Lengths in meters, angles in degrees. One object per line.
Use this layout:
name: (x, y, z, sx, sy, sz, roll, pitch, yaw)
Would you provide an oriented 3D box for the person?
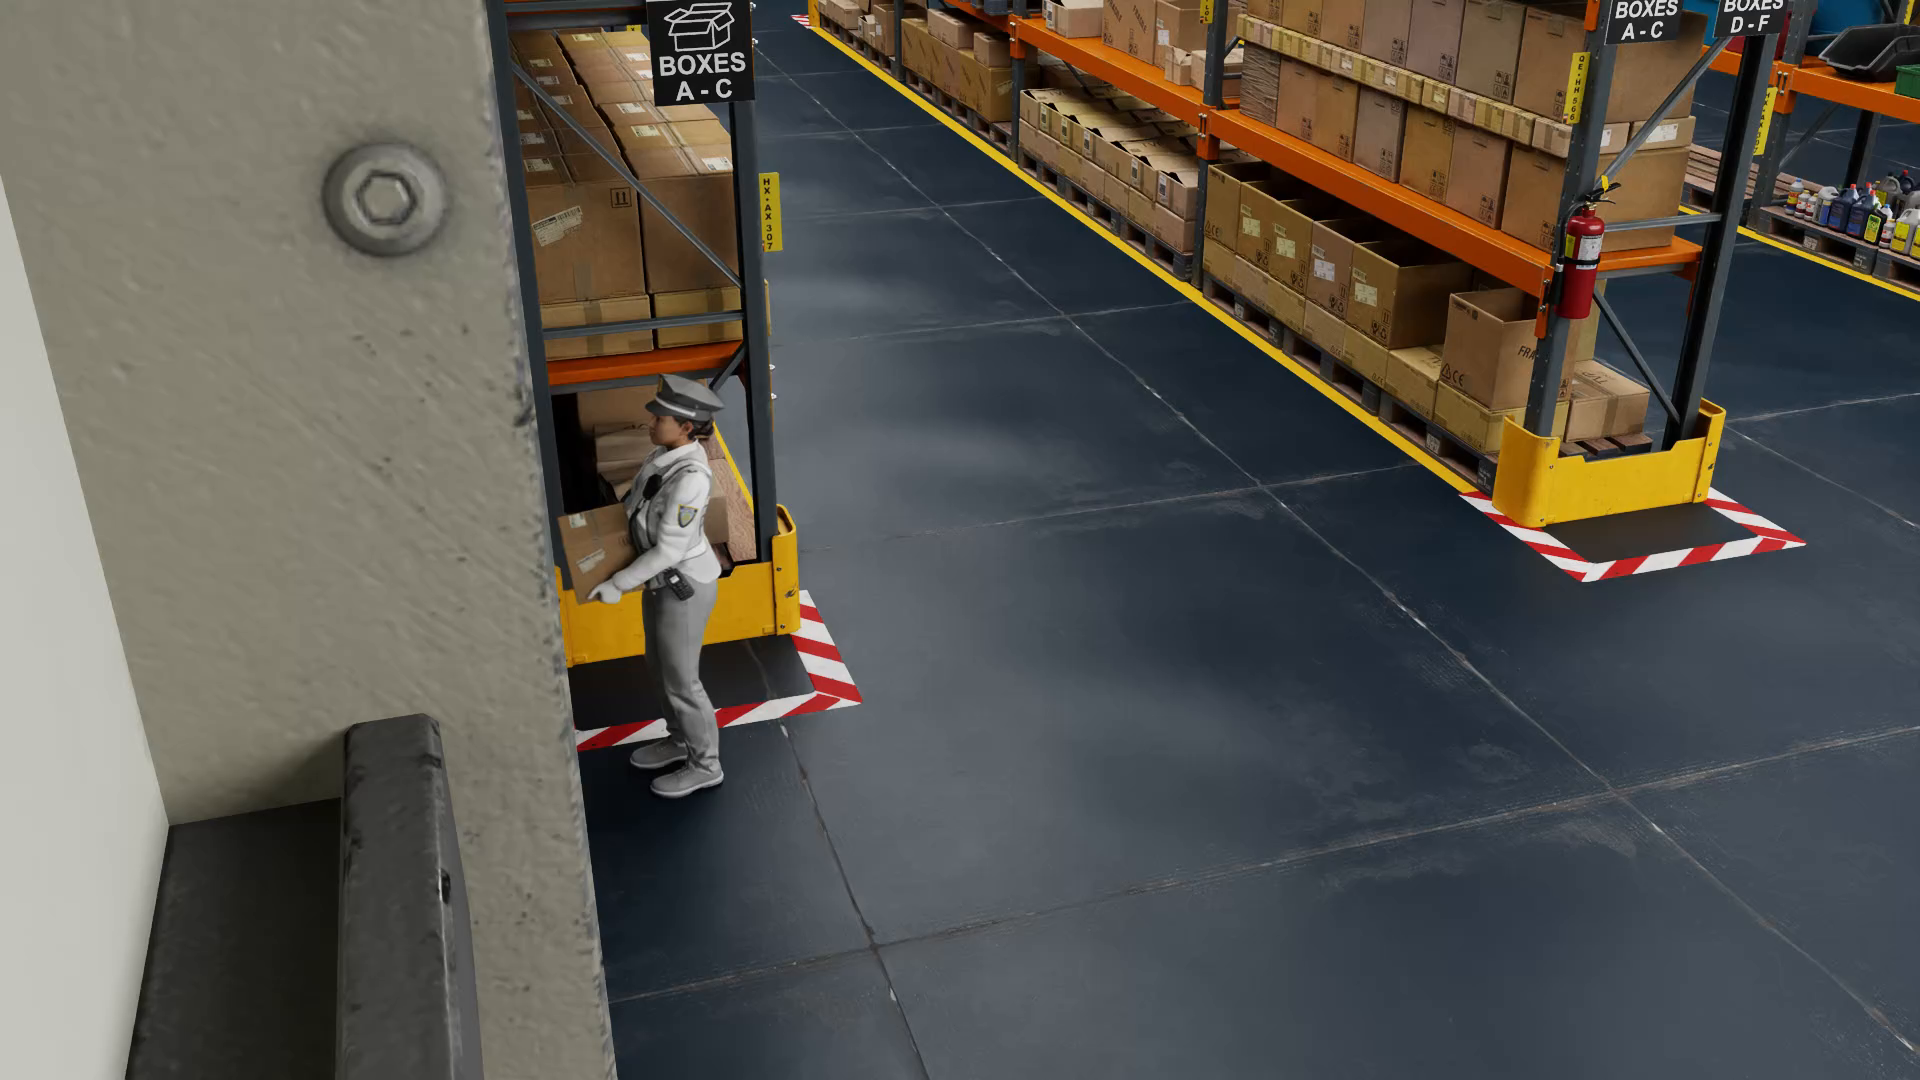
person: (-1.125, 0.172, 6.240, 0.557, 1.686, 0.460, -8, 28, -16)
